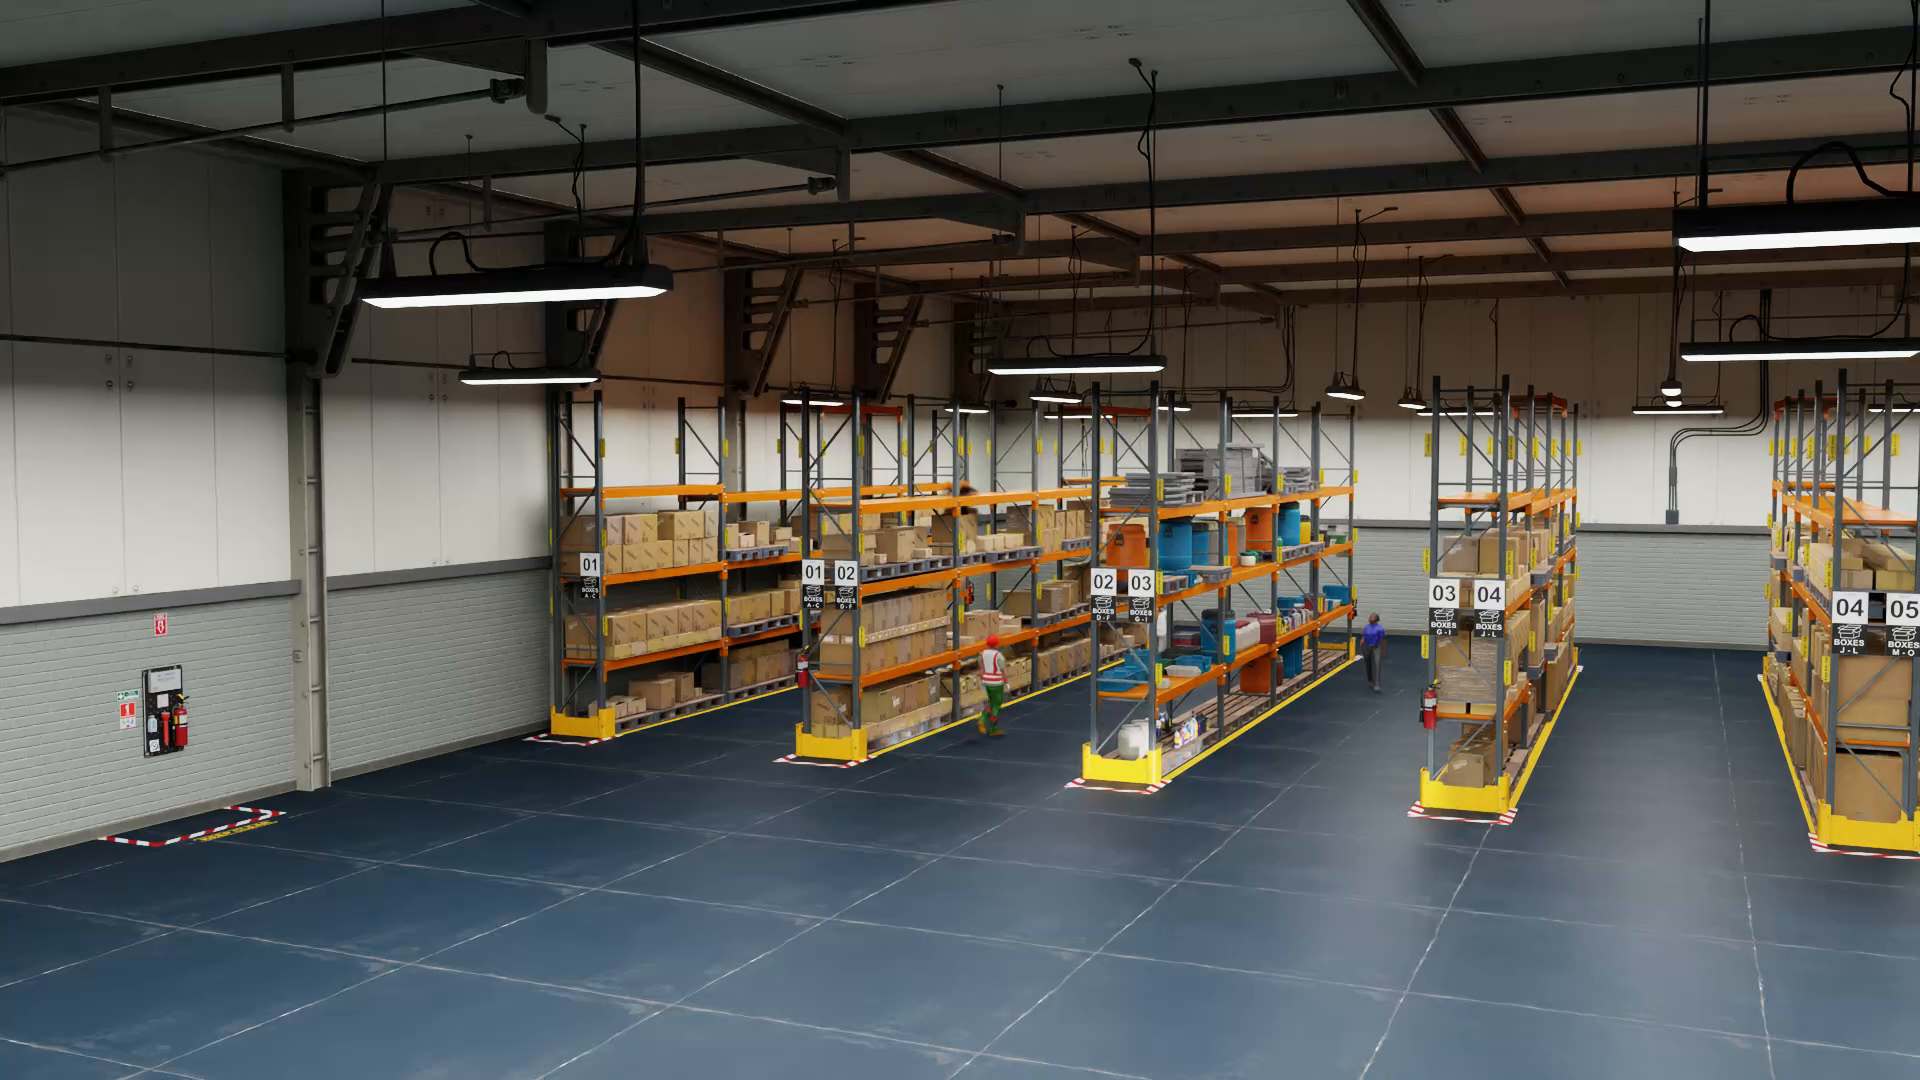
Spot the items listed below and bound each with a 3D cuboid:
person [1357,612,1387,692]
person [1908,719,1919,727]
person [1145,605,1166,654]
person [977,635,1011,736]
[{"bbox_3d":[8.525,2.334,34.393,0.573,1.486,1.012,1,3,20],"label":"person"},{"bbox_3d":[17.372,2.534,30.009,0.543,1.658,0.385,-3,4,-42],"label":"person"},{"bbox_3d":[4.408,2.098,36.766,0.565,1.724,0.841,1,3,20],"label":"person"},{"bbox_3d":[0.586,2.509,28.808,0.526,1.766,0.551,-2,4,-34],"label":"person"}]
